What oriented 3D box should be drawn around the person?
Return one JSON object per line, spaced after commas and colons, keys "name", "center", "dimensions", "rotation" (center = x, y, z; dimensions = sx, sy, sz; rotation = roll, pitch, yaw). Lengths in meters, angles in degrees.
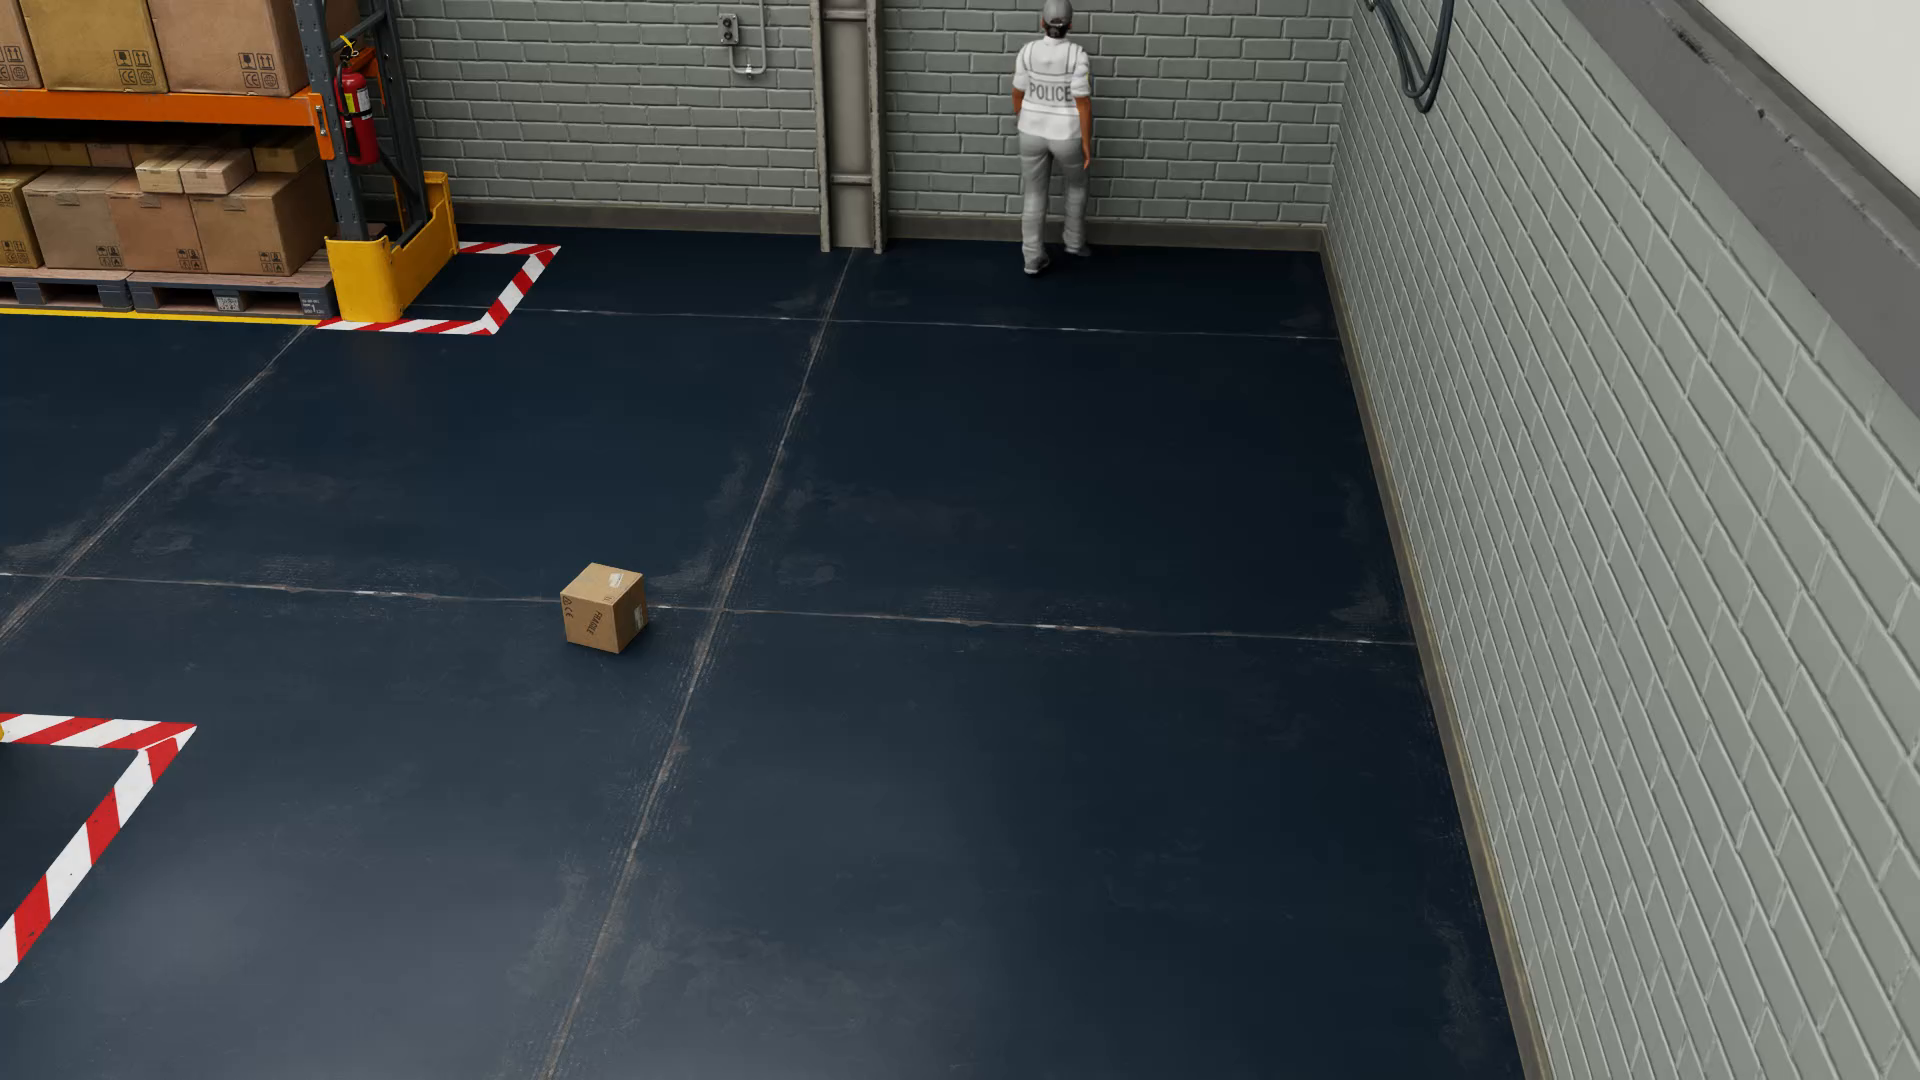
{"name": "person", "center": [0.574, -2.434, 10.028], "dimensions": [0.508, 1.717, 0.606], "rotation": [8, 33, 12]}
